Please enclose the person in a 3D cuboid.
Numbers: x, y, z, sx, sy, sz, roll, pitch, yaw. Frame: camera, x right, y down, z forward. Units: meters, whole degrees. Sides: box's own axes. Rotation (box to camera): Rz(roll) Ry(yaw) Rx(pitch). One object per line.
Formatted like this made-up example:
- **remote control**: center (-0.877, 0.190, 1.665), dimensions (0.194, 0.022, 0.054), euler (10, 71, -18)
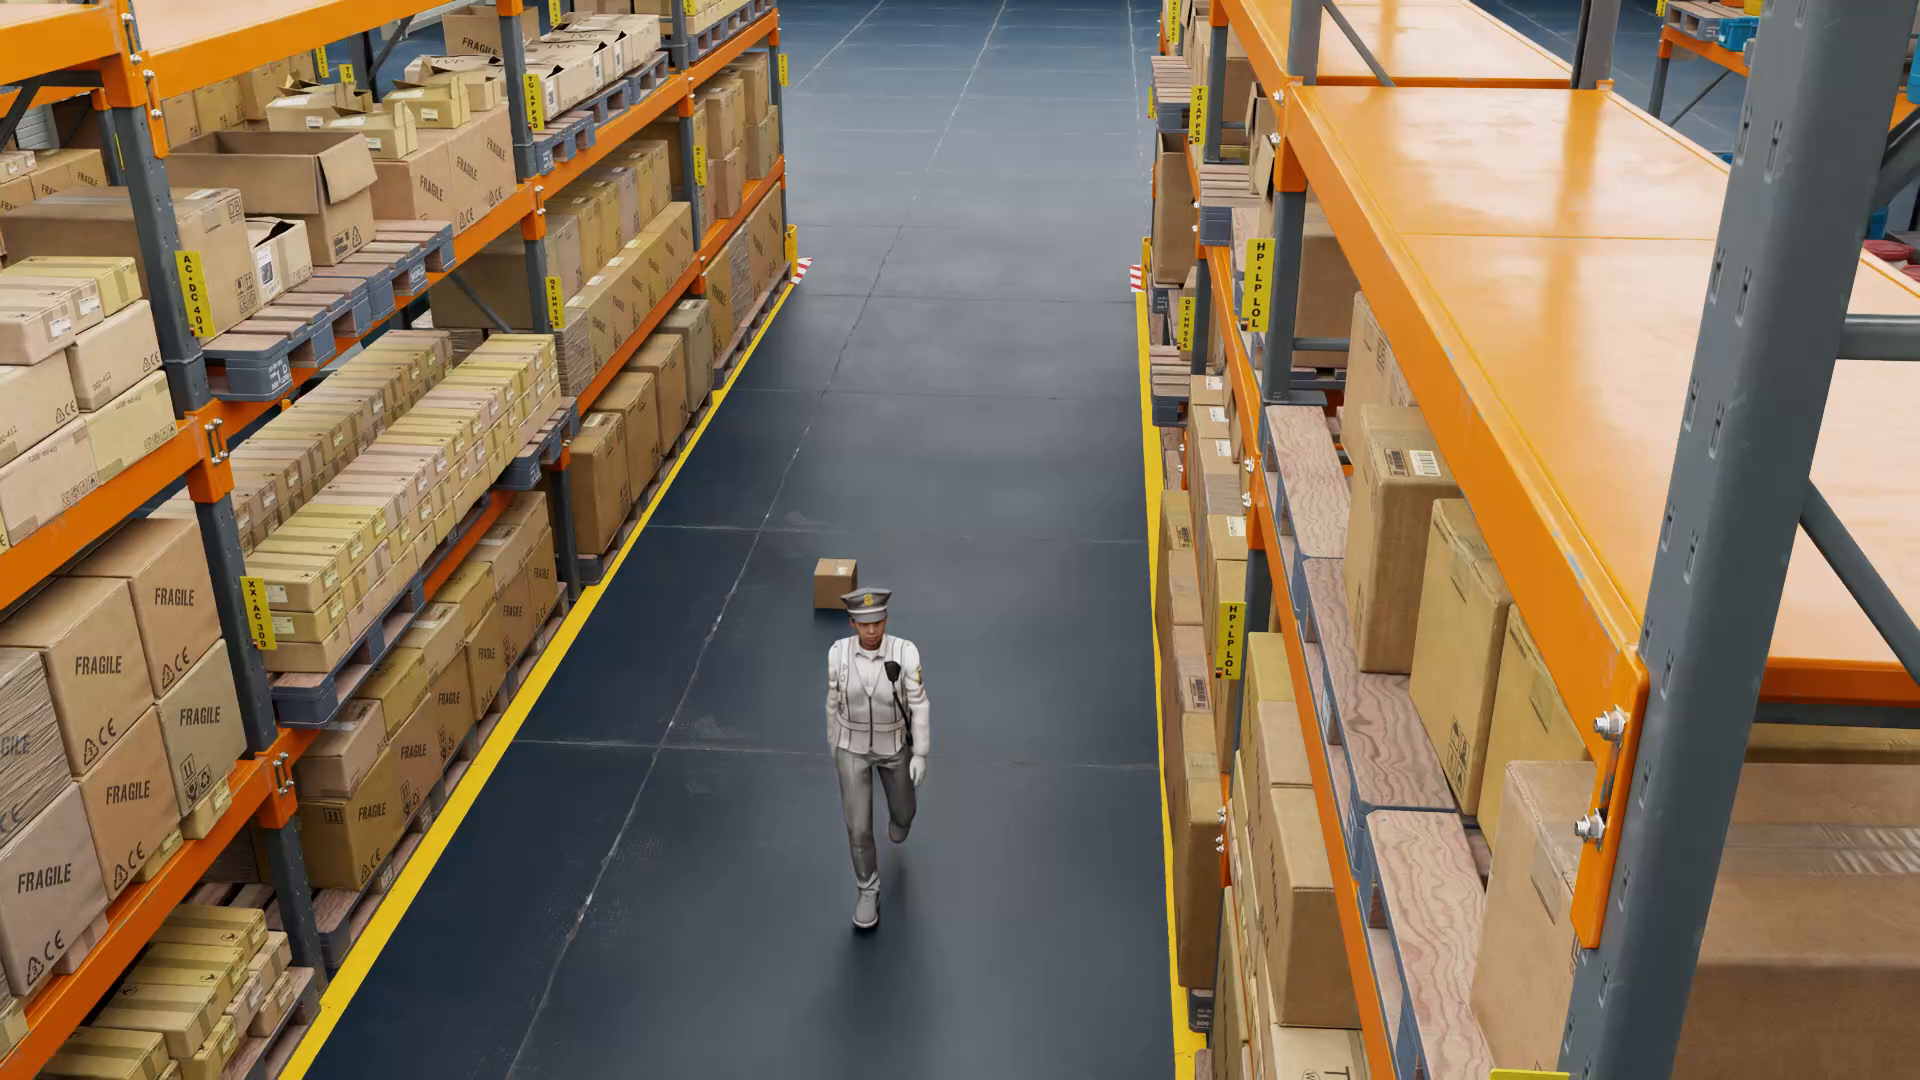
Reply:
- **person**: center (-0.387, 0.936, 7.888), dimensions (0.495, 1.654, 0.792), euler (0, 25, -1)
